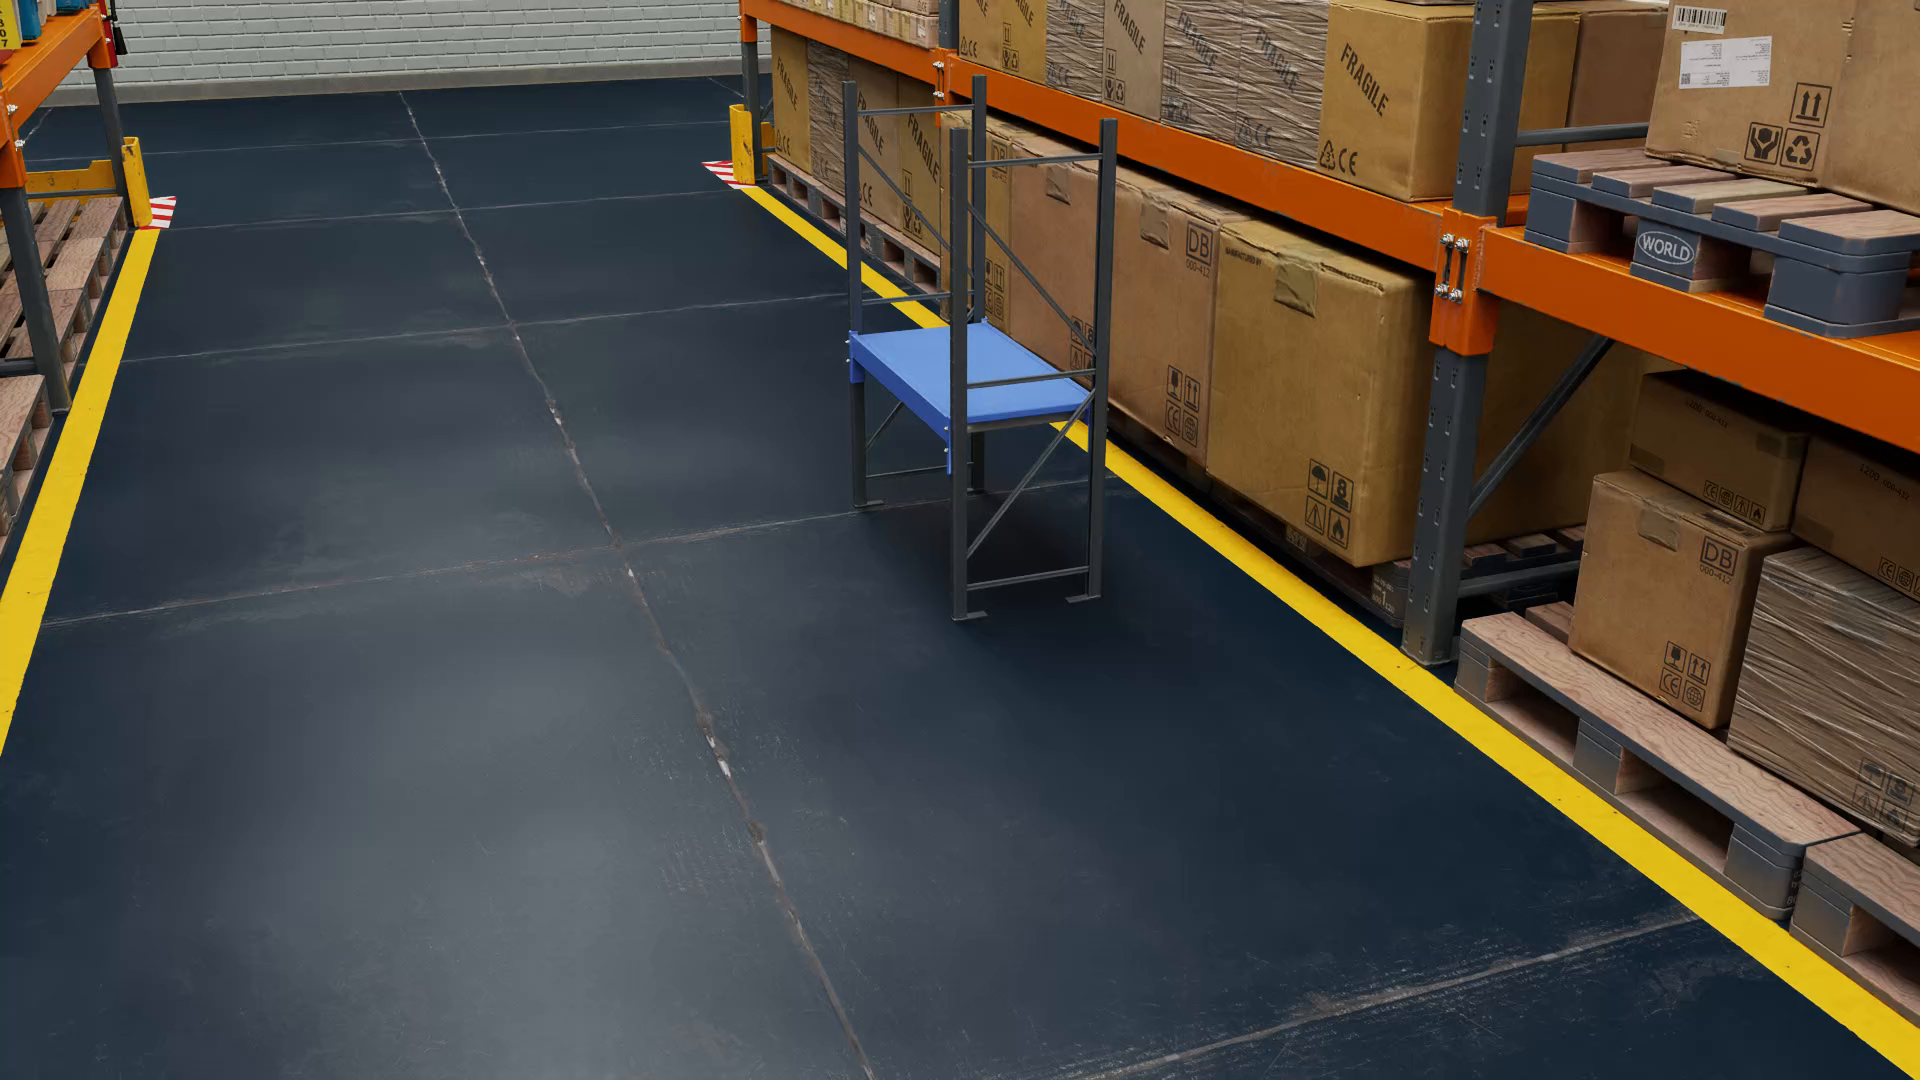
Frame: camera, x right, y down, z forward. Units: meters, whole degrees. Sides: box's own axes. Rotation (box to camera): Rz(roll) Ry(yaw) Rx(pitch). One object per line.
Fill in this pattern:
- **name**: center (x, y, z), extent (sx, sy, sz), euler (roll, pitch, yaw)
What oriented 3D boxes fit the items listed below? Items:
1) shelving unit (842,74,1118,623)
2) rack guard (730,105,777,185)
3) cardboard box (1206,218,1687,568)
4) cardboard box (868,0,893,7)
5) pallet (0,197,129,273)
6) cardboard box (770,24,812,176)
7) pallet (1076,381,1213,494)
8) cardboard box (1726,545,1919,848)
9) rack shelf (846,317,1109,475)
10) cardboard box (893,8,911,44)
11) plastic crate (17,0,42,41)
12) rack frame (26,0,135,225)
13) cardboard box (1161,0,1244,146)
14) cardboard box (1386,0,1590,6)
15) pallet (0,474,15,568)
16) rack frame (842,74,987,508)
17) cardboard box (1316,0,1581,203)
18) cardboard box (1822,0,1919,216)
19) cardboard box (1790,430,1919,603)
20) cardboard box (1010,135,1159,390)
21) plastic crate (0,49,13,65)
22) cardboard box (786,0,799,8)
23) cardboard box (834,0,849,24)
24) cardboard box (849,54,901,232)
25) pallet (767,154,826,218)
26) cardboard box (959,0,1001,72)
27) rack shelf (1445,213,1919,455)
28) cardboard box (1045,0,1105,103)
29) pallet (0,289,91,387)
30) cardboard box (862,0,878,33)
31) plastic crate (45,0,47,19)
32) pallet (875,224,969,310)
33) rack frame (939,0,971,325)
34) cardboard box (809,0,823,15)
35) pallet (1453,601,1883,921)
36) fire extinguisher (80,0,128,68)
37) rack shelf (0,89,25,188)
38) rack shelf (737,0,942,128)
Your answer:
- **shelving unit**: center (0.030, -0.660, 5.385), extent (0.538, 1.500, 1.048), euler (-8, 24, -19)
- **rack guard**: center (-1.034, -2.859, 11.889), extent (1.175, 0.500, 0.348), euler (-8, 24, -19)
- **cardboard box**: center (1.576, -0.563, 5.419), extent (1.225, 0.875, 0.875), euler (-10, 25, -21)
- **cardboard box**: center (-0.199, -2.928, 8.646), extent (0.500, 0.250, 0.500), euler (-8, 24, -17)
- **pallet**: center (-5.404, -1.732, 9.588), extent (1.003, 0.211, 1.213), euler (-8, 24, -19)
- **cardboard box**: center (-0.725, -2.995, 11.188), extent (0.875, 0.875, 0.875), euler (-8, 24, -19)
- **pallet**: center (1.165, -0.549, 6.782), extent (1.003, 0.211, 1.213), euler (-8, 24, -19)
- **cardboard box**: center (2.264, 0.295, 3.841), extent (0.700, 0.500, 0.500), euler (-10, 25, -23)
- **rack shelf**: center (0.030, -0.494, 5.455), extent (0.538, 0.185, 1.000), euler (-8, 24, -19)
- **cardboard box**: center (-0.118, -2.592, 8.361), extent (0.380, 0.149, 0.250), euler (-8, 24, -18)
- **plastic crate**: center (-4.694, -2.562, 8.104), extent (0.416, 0.233, 0.300), euler (-8, 24, -19)
- **rack frame**: center (-5.659, -3.322, 9.770), extent (1.000, 3.000, 0.127), euler (-8, 24, -19)
- **cardboard box**: center (1.037, -1.657, 5.690), extent (0.500, 0.500, 0.500), euler (-9, 25, -21)
- **cardboard box**: center (1.557, -1.871, 4.907), extent (0.797, 0.503, 0.637), euler (-7, 24, -17)
- **pallet**: center (-3.578, 0.146, 5.131), extent (1.003, 0.211, 1.213), euler (-8, 24, -19)
- **rack frame**: center (-0.149, -0.845, 5.823), extent (0.500, 1.500, 0.032), euler (-8, 24, -19)
- **cardboard box**: center (1.394, -1.286, 4.811), extent (0.500, 0.500, 0.500), euler (-8, 24, -17)
- **cardboard box**: center (2.320, -0.955, 3.484), extent (0.700, 0.500, 0.500), euler (-5, 23, -11)
- **cardboard box**: center (2.262, -0.061, 3.718), extent (0.500, 0.250, 0.500), euler (-6, 23, -13)
- **cardboard box**: center (0.949, -1.208, 6.950), extent (1.225, 0.875, 0.875), euler (-9, 25, -21)
- **plastic crate**: center (-4.327, -2.285, 7.149), extent (0.402, 0.464, 0.583), euler (-8, 24, -19)
- **cardboard box**: center (-0.844, -3.339, 10.133), extent (0.380, 0.149, 0.250), euler (-9, 24, -20)
- **cardboard box**: center (-0.481, -2.965, 9.247), extent (0.380, 0.149, 0.250), euler (-9, 24, -20)
- **cardboard box**: center (-0.089, -2.341, 9.636), extent (0.875, 0.875, 0.875), euler (-8, 24, -19)
- **pallet**: center (-0.670, -2.437, 11.260), extent (1.003, 0.211, 1.213), euler (-8, 24, -19)
- **cardboard box**: center (0.316, -2.393, 7.437), extent (0.500, 0.500, 0.500), euler (-8, 24, -19)
- **rack shelf**: center (2.507, -0.037, 2.901), extent (1.077, 0.370, 4.000), euler (-8, 24, -19)
- **cardboard box**: center (0.671, -2.029, 6.572), extent (0.500, 0.500, 0.500), euler (-9, 24, -20)
- **pallet**: center (-4.542, -0.846, 7.485), extent (1.003, 0.211, 1.213), euler (-8, 24, -19)
- **cardboard box**: center (-0.299, -2.779, 8.804), extent (0.380, 0.149, 0.250), euler (-8, 24, -18)
- **plastic crate**: center (-5.113, -2.850, 8.911), extent (0.396, 0.136, 0.243), euler (-8, 24, -19)
- **pallet**: center (0.192, -1.550, 9.157), extent (1.003, 0.211, 1.213), euler (-8, 24, -19)
- **rack frame**: center (0.388, -2.548, 7.934), extent (1.000, 3.000, 0.127), euler (-8, 24, -19)
- **cardboard box**: center (-0.664, -3.153, 9.692), extent (0.380, 0.149, 0.250), euler (-9, 24, -20)
- **pallet**: center (2.075, 0.474, 4.353), extent (1.003, 0.211, 1.213), euler (-8, 24, -19)
- **fire extinguisher**: center (-5.287, -3.232, 10.136), extent (0.296, 0.674, 0.183), euler (-8, 24, -19)
- **rack shelf**: center (-3.540, -0.811, 4.737), extent (1.077, 0.370, 4.000), euler (-8, 24, -19)
- **rack shelf**: center (-0.319, -2.944, 9.798), extent (1.077, 0.370, 4.000), euler (-8, 24, -19)
